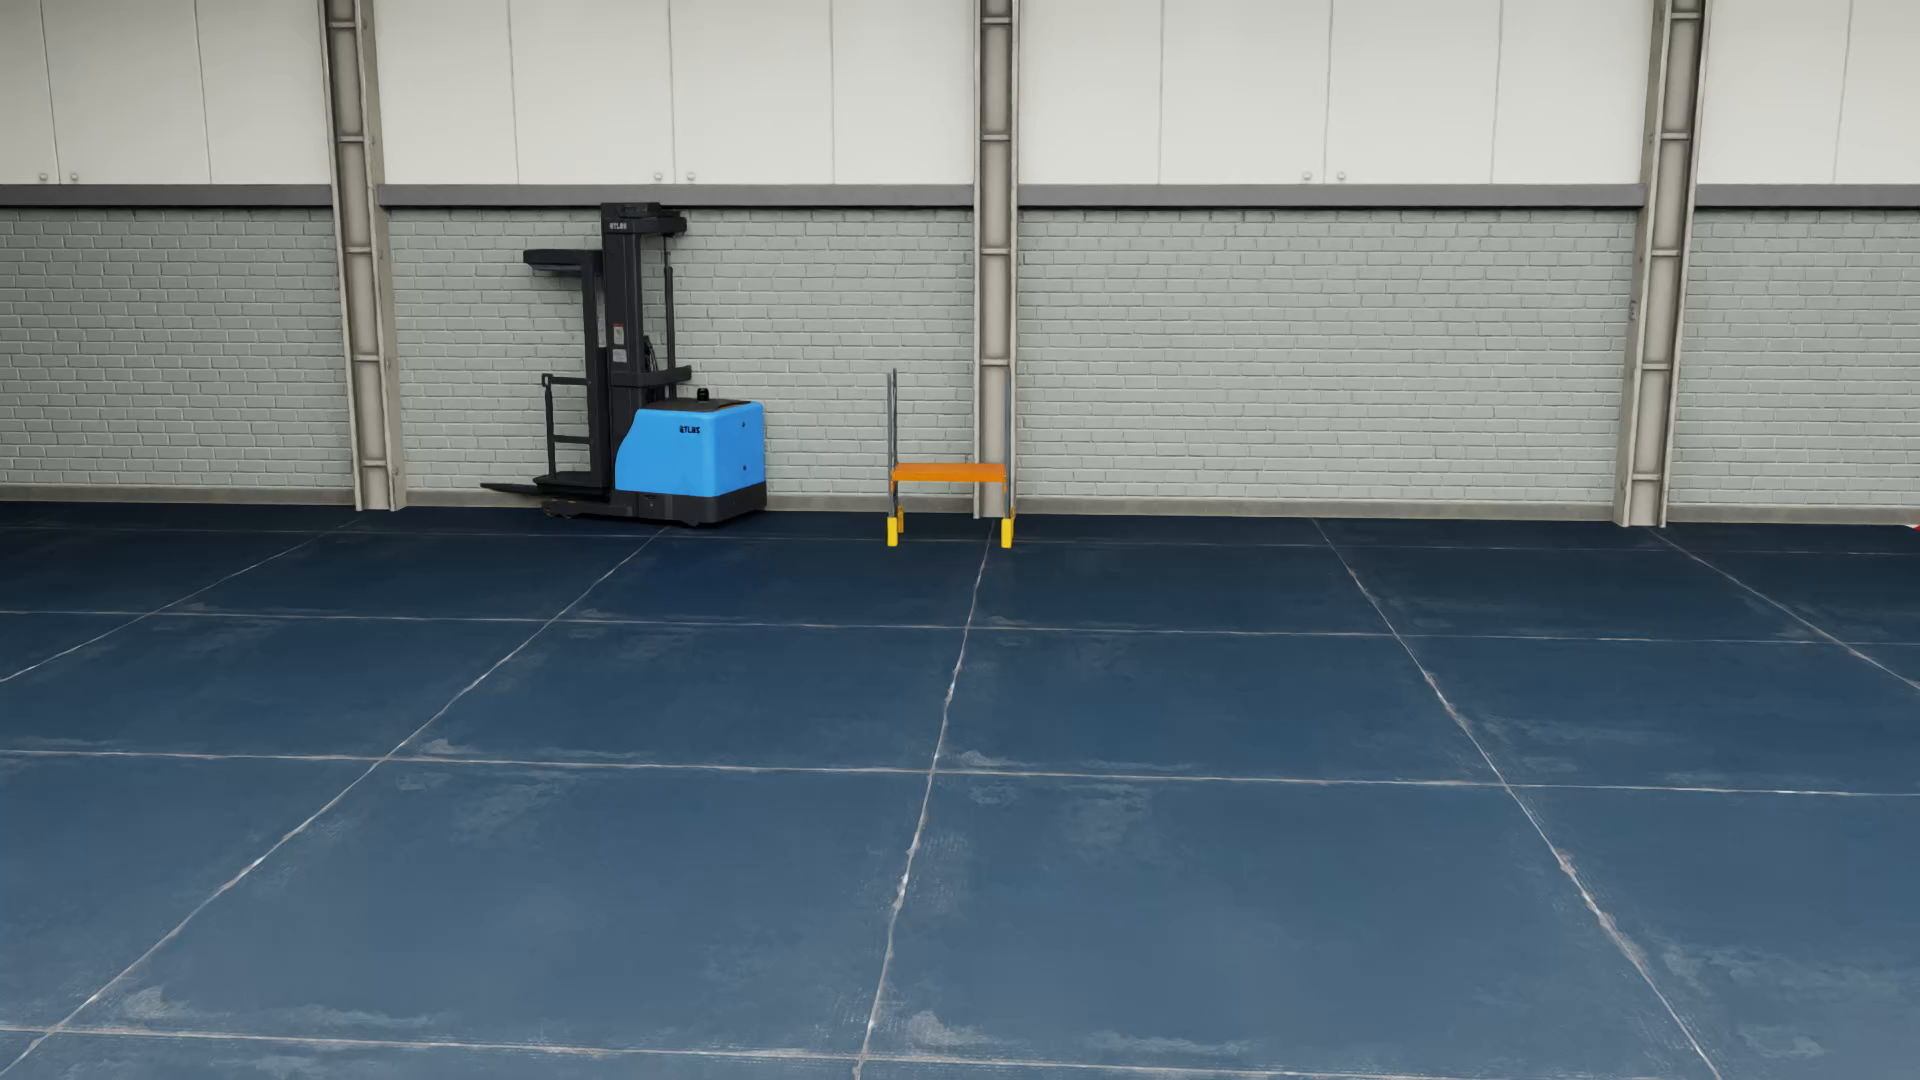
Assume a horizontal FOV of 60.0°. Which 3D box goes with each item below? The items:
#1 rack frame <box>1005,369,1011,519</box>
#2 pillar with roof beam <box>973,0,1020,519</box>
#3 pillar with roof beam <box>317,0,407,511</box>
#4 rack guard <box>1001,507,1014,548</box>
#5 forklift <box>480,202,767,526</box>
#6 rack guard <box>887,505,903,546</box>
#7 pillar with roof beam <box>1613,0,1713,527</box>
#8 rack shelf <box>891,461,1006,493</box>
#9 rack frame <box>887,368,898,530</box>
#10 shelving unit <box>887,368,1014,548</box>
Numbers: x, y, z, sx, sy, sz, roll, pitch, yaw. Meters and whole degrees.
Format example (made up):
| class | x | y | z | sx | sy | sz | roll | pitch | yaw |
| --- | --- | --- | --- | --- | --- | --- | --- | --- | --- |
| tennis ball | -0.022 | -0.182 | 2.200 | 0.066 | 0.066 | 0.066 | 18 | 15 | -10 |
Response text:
| class | x | y | z | sx | sy | sz | roll | pitch | yaw |
| --- | --- | --- | --- | --- | --- | --- | --- | --- | --- |
| rack frame | 0.422 | -0.728 | 14.587 | 0.032 | 1.500 | 0.500 | 1 | 12 | 4 |
| pillar with roof beam | 0.044 | -3.757 | 10.749 | 0.400 | 9.000 | 9.100 | 1 | 12 | 4 |
| pillar with roof beam | -5.942 | -3.839 | 11.142 | 0.400 | 9.000 | 9.100 | 1 | 12 | 4 |
| rack guard | 0.421 | -0.117 | 14.715 | 0.087 | 0.250 | 0.587 | 1 | 12 | 4 |
| forklift | -3.426 | -1.733 | 15.894 | 3.031 | 2.935 | 1.130 | 5 | 13 | 23 |
| rack guard | -0.573 | -0.130 | 14.780 | 0.087 | 0.250 | 0.587 | 1 | 12 | 4 |
| pillar with roof beam | 6.031 | -3.675 | 10.357 | 0.400 | 9.000 | 9.100 | 1 | 12 | 4 |
| rack shelf | -0.085 | -0.559 | 14.657 | 1.000 | 0.185 | 0.538 | 1 | 12 | 4 |
| rack frame | -0.592 | -0.742 | 14.653 | 0.032 | 1.500 | 0.500 | 1 | 12 | 4 |
| shelving unit | -0.076 | -0.735 | 14.619 | 1.083 | 1.500 | 0.587 | 1 | 12 | 4 |
